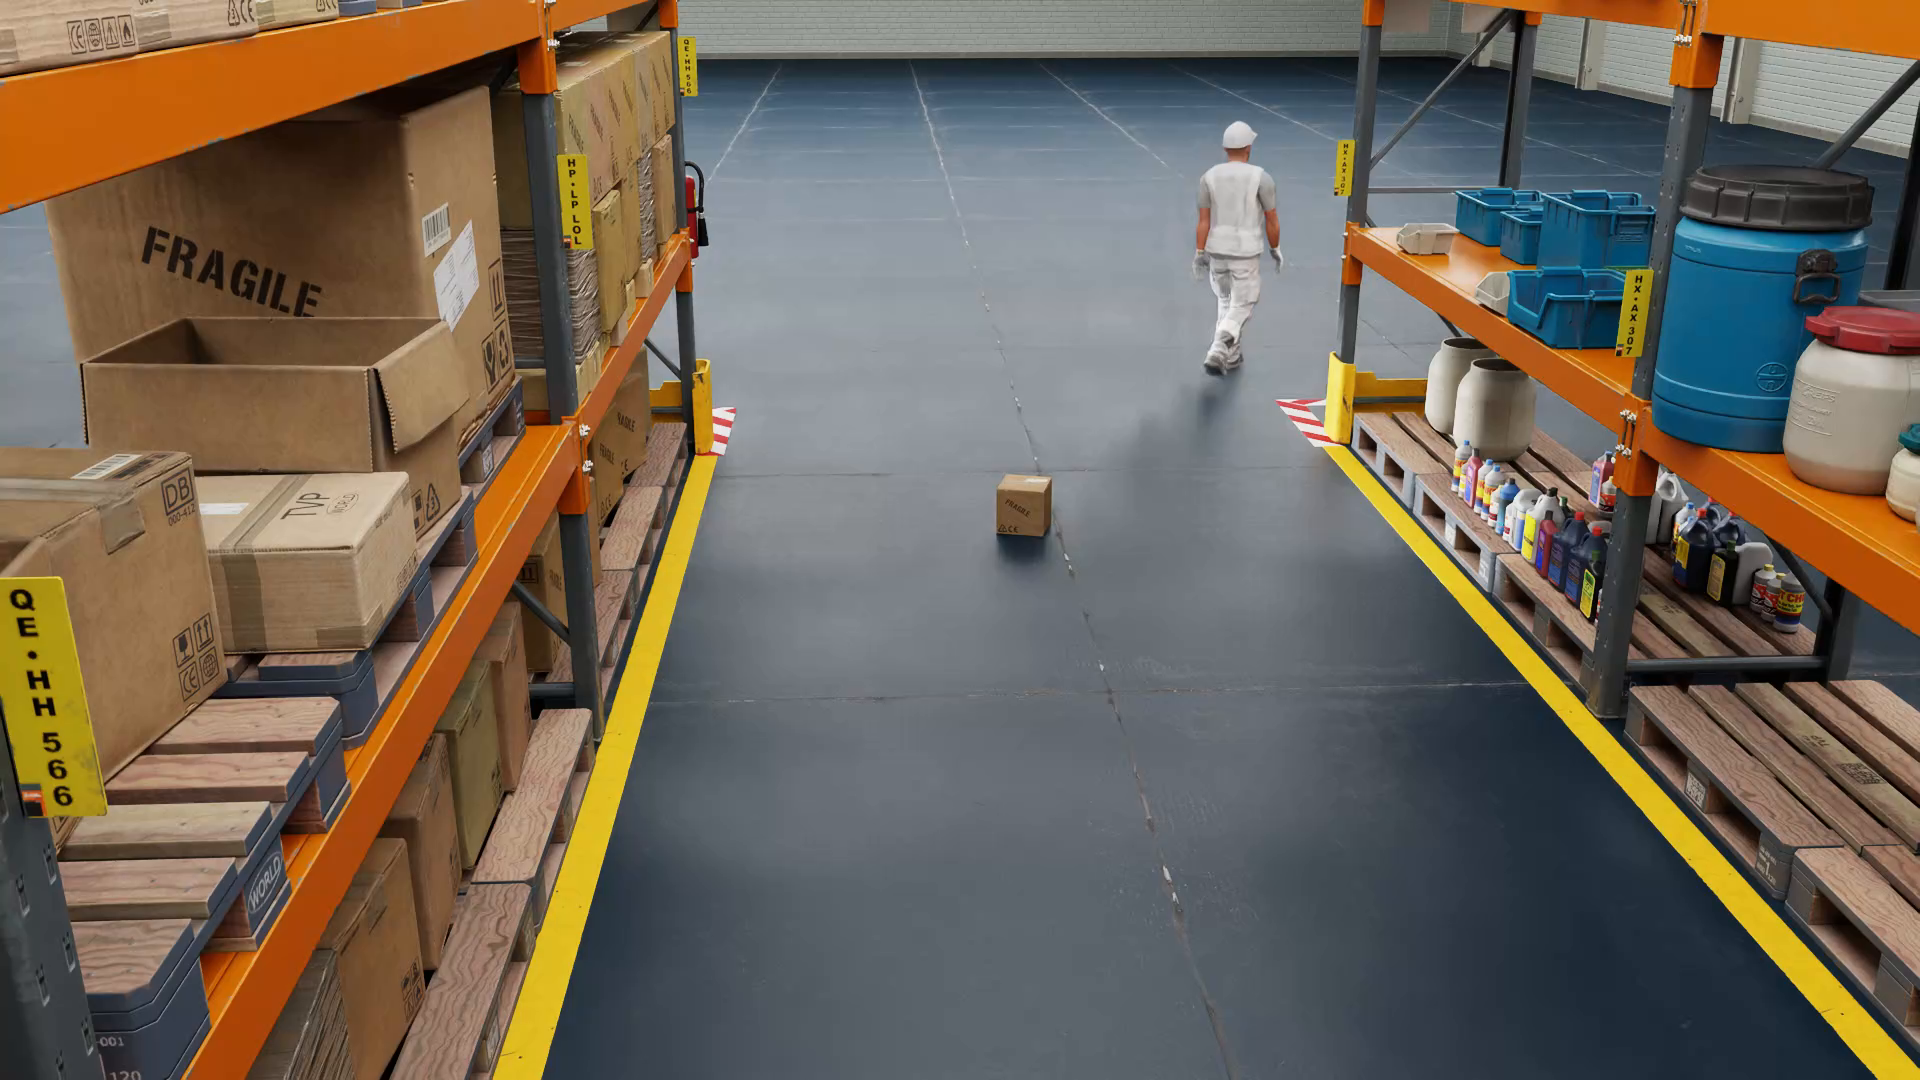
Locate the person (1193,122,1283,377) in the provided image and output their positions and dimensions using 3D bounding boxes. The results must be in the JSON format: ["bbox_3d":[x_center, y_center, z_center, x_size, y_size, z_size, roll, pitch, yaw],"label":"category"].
[{"bbox_3d":[1.900,-1.966,11.390,0.565,1.755,0.996,10,23,26],"label":"person"}]
